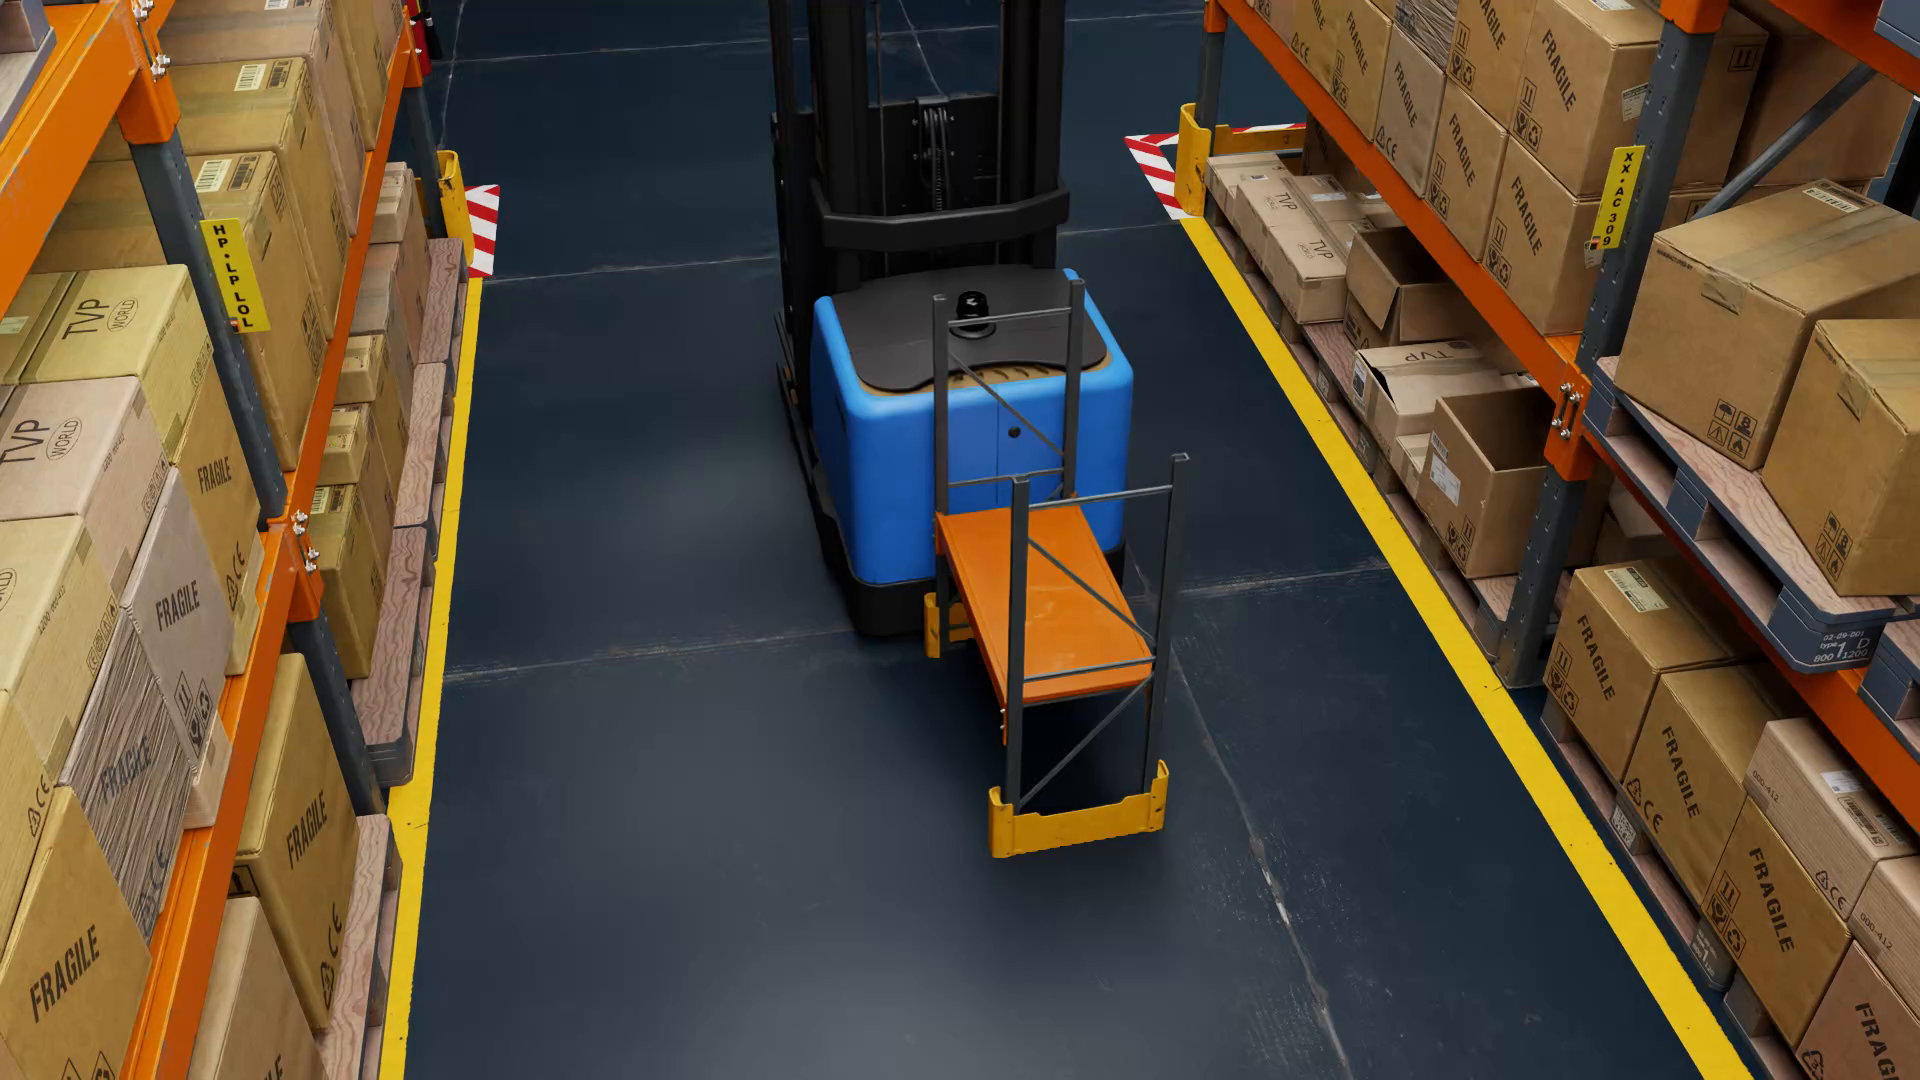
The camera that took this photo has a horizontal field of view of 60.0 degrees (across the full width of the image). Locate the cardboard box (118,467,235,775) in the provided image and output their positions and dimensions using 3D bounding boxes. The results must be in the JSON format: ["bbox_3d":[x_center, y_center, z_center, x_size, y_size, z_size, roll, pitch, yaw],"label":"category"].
[{"bbox_3d":[-1.981,0.204,3.702,0.500,0.500,0.500,-6,38,-8],"label":"cardboard box"}]

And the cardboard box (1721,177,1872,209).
[{"bbox_3d":[2.646,-1.102,5.642,0.500,0.500,0.500,-5,38,-7],"label":"cardboard box"}]

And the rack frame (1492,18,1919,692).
[{"bbox_3d":[2.467,-0.725,5.238,1.000,3.000,0.127,-6,38,-8],"label":"rack frame"}]

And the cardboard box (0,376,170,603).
[{"bbox_3d":[-1.995,-0.087,3.465,0.500,0.250,0.500,-5,38,-7],"label":"cardboard box"}]

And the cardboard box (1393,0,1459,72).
[{"bbox_3d":[1.943,-2.051,6.048,0.500,0.500,0.500,-6,38,-8],"label":"cardboard box"}]

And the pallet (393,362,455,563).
[{"bbox_3d":[-2.682,-0.295,6.958,1.003,0.211,1.213,-6,38,-8],"label":"pallet"}]

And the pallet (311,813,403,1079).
[{"bbox_3d":[-2.199,1.369,4.816,1.003,0.211,1.213,-6,38,-8],"label":"pallet"}]

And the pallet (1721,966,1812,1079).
[{"bbox_3d":[2.864,1.602,4.516,1.003,0.211,1.213,-6,38,-8],"label":"pallet"}]

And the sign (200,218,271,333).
[{"bbox_3d":[-1.876,-0.680,4.302,0.100,0.325,0.005,-6,38,-8],"label":"sign"}]

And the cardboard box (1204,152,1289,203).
[{"bbox_3d":[1.501,-1.899,8.715,0.380,0.149,0.250,-6,38,-8],"label":"cardboard box"}]

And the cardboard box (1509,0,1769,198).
[{"bbox_3d":[2.124,-1.437,5.258,0.500,0.500,0.500,-6,38,-8],"label":"cardboard box"}]

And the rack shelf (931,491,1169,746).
[{"bbox_3d":[0.273,0.232,5.522,0.538,0.185,1.000,-8,39,-10],"label":"rack shelf"}]

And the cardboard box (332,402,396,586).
[{"bbox_3d":[-2.524,-0.135,6.174,0.700,0.500,0.500,-7,38,-8],"label":"cardboard box"}]

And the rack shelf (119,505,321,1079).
[{"bbox_3d":[-2.058,1.302,3.216,1.077,0.370,4.000,-6,38,-8],"label":"rack shelf"}]

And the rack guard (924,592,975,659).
[{"bbox_3d":[0.159,0.281,6.185,0.587,0.250,0.087,-8,39,-10],"label":"rack guard"}]

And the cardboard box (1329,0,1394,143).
[{"bbox_3d":[1.851,-1.968,6.756,0.500,0.500,0.500,-6,38,-7],"label":"cardboard box"}]

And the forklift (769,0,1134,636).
[{"bbox_3d":[-0.208,-1.708,6.559,1.130,2.935,3.031,-8,39,-10],"label":"forklift"}]

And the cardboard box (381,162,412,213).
[{"bbox_3d":[-2.687,-1.571,7.494,0.380,0.149,0.250,-7,38,-8],"label":"cardboard box"}]

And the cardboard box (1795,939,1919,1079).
[{"bbox_3d":[2.585,1.336,4.265,0.500,0.500,0.500,-8,38,-10],"label":"cardboard box"}]

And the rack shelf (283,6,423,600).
[{"bbox_3d":[-2.760,-1.114,6.325,1.077,0.370,4.000,-6,38,-8],"label":"rack shelf"}]

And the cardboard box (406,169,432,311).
[{"bbox_3d":[-2.889,-1.373,7.767,0.700,0.500,0.500,-6,38,-8],"label":"cardboard box"}]

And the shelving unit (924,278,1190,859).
[{"bbox_3d":[0.271,0.085,5.418,0.587,1.500,1.083,-8,39,-10],"label":"shelving unit"}]

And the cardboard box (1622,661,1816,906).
[{"bbox_3d":[2.417,0.728,5.047,0.500,0.500,0.500,-6,38,-7],"label":"cardboard box"}]

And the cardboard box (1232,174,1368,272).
[{"bbox_3d":[1.670,-1.568,8.206,0.500,0.250,0.500,-6,38,-8],"label":"cardboard box"}]

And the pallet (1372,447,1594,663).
[{"bbox_3d":[2.348,-0.039,6.628,1.003,0.211,1.213,-6,38,-8],"label":"pallet"}]

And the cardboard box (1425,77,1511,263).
[{"bbox_3d":[2.035,-1.350,5.962,0.500,0.500,0.500,-5,38,-7],"label":"cardboard box"}]

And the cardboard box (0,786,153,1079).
[{"bbox_3d":[-1.808,0.809,2.923,0.500,0.500,0.500,-5,38,-7],"label":"cardboard box"}]

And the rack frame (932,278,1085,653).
[{"bbox_3d":[0.159,-0.214,5.802,0.500,1.500,0.032,-8,39,-10],"label":"rack frame"}]

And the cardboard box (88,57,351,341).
[{"bbox_3d":[-2.611,-1.079,5.450,0.980,0.700,0.700,-7,38,-9],"label":"cardboard box"}]

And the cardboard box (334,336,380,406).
[{"bbox_3d":[-2.411,-0.629,6.282,0.380,0.149,0.250,-7,38,-9],"label":"cardboard box"}]

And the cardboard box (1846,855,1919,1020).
[{"bbox_3d":[2.576,1.017,4.063,0.500,0.250,0.500,-7,38,-9],"label":"cardboard box"}]

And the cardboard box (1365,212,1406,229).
[{"bbox_3d":[2.241,-1.350,7.926,0.500,0.250,0.500,-6,38,-8],"label":"cardboard box"}]

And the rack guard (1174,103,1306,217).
[{"bbox_3d":[1.779,-2.108,9.056,1.175,0.500,0.348,-6,38,-8],"label":"rack guard"}]

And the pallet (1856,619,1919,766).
[{"bbox_3d":[2.823,0.592,3.699,1.003,0.211,1.213,-6,38,-8],"label":"pallet"}]

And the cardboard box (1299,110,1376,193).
[{"bbox_3d":[2.104,-2.026,8.592,0.500,0.500,0.500,-6,38,-8],"label":"cardboard box"}]

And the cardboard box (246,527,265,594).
[{"bbox_3d":[-2.071,0.075,4.397,0.380,0.149,0.250,-6,38,-8],"label":"cardboard box"}]

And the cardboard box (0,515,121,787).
[{"bbox_3d":[-1.906,0.221,3.068,0.500,0.250,0.500,-6,38,-7],"label":"cardboard box"}]

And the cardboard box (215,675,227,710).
[{"bbox_3d":[-2.002,0.386,3.997,0.380,0.149,0.250,-5,38,-7],"label":"cardboard box"}]

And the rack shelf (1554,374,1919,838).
[{"bbox_3d":[2.818,0.767,3.904,1.077,0.370,4.000,-6,38,-8],"label":"rack shelf"}]

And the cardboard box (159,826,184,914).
[{"bbox_3d":[-1.921,0.694,3.600,0.380,0.149,0.250,-6,38,-8],"label":"cardboard box"}]

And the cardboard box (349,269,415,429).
[{"bbox_3d":[-2.712,-0.767,6.987,0.700,0.500,0.500,-7,38,-9],"label":"cardboard box"}]

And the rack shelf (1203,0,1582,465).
[{"bbox_3d":[2.117,-1.649,7.014,1.077,0.370,4.000,-6,38,-8],"label":"rack shelf"}]

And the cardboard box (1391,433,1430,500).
[{"bbox_3d":[1.963,-0.307,6.665,0.380,0.149,0.250,-6,38,-8],"label":"cardboard box"}]

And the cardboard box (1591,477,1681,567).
[{"bbox_3d":[2.607,-0.114,6.285,0.500,0.311,0.500,-6,38,-8],"label":"cardboard box"}]

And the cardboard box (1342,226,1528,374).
[{"bbox_3d":[2.133,-1.047,7.329,0.797,0.503,0.637,-6,38,-8],"label":"cardboard box"}]

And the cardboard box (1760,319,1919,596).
[{"bbox_3d":[2.513,-0.212,4.154,0.700,0.500,0.500,-1,38,-1],"label":"cardboard box"}]

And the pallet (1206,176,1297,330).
[{"bbox_3d":[1.920,-1.513,8.525,1.003,0.211,1.213,-6,38,-8],"label":"pallet"}]

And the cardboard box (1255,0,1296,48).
[{"bbox_3d":[1.680,-2.573,7.536,0.500,0.500,0.500,-7,38,-8],"label":"cardboard box"}]

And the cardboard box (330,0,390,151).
[{"bbox_3d":[-2.872,-1.979,6.608,0.980,0.700,0.700,-7,38,-8],"label":"cardboard box"}]

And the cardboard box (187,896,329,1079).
[{"bbox_3d":[-2.008,1.408,3.902,0.750,0.750,0.750,-5,38,-7],"label":"cardboard box"}]

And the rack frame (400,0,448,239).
[{"bbox_3d":[-3.110,-2.606,7.660,1.000,3.000,0.127,-6,38,-8],"label":"rack frame"}]
